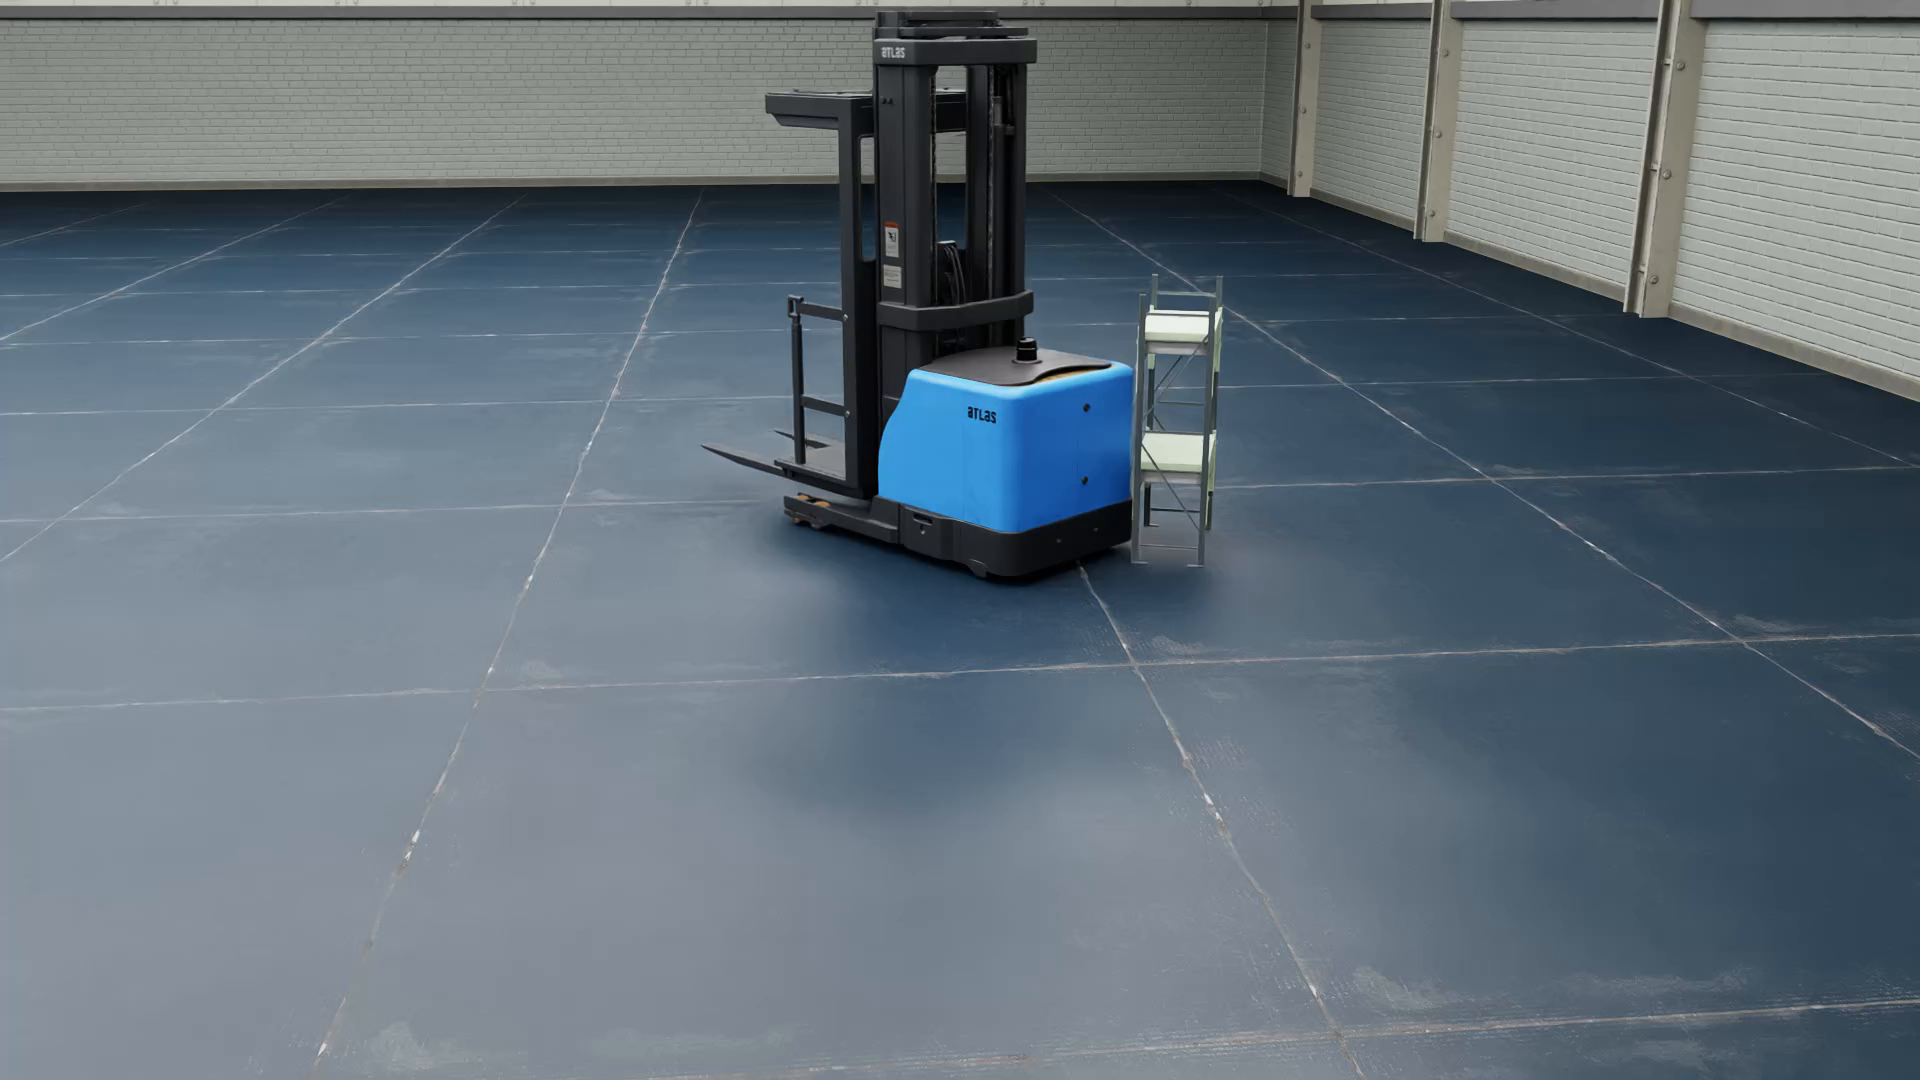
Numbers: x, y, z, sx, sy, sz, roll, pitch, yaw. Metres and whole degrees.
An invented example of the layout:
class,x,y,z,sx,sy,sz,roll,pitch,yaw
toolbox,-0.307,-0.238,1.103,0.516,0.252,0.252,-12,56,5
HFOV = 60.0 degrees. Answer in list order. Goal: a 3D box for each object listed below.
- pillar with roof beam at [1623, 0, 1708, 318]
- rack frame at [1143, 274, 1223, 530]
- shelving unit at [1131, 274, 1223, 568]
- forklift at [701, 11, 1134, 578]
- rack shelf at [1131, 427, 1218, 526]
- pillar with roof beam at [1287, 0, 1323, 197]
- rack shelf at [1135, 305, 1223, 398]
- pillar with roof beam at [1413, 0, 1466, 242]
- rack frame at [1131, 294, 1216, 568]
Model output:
class,x,y,z,sx,sy,sz,roll,pitch,yaw
pillar with roof beam,2.758,-6.476,15.283,9.100,9.000,0.400,-2,18,-6
rack frame,1.295,-0.791,9.692,0.400,1.500,0.023,3,18,11
shelving unit,1.223,-0.683,9.350,0.431,1.500,0.755,3,18,11
forklift,-0.413,-1.558,9.745,1.130,2.935,3.031,-16,24,-42
rack shelf,1.223,-0.372,9.447,0.431,0.370,0.720,3,18,11
pillar with roof beam,1.520,-10.052,26.671,9.100,9.000,0.400,-2,18,-6
rack shelf,1.223,-1.056,9.233,0.431,0.370,0.720,3,18,11
pillar with roof beam,2.139,-8.264,20.977,9.100,9.000,0.400,-2,18,-6
rack frame,1.151,-0.576,9.007,0.400,1.500,0.023,3,18,11
